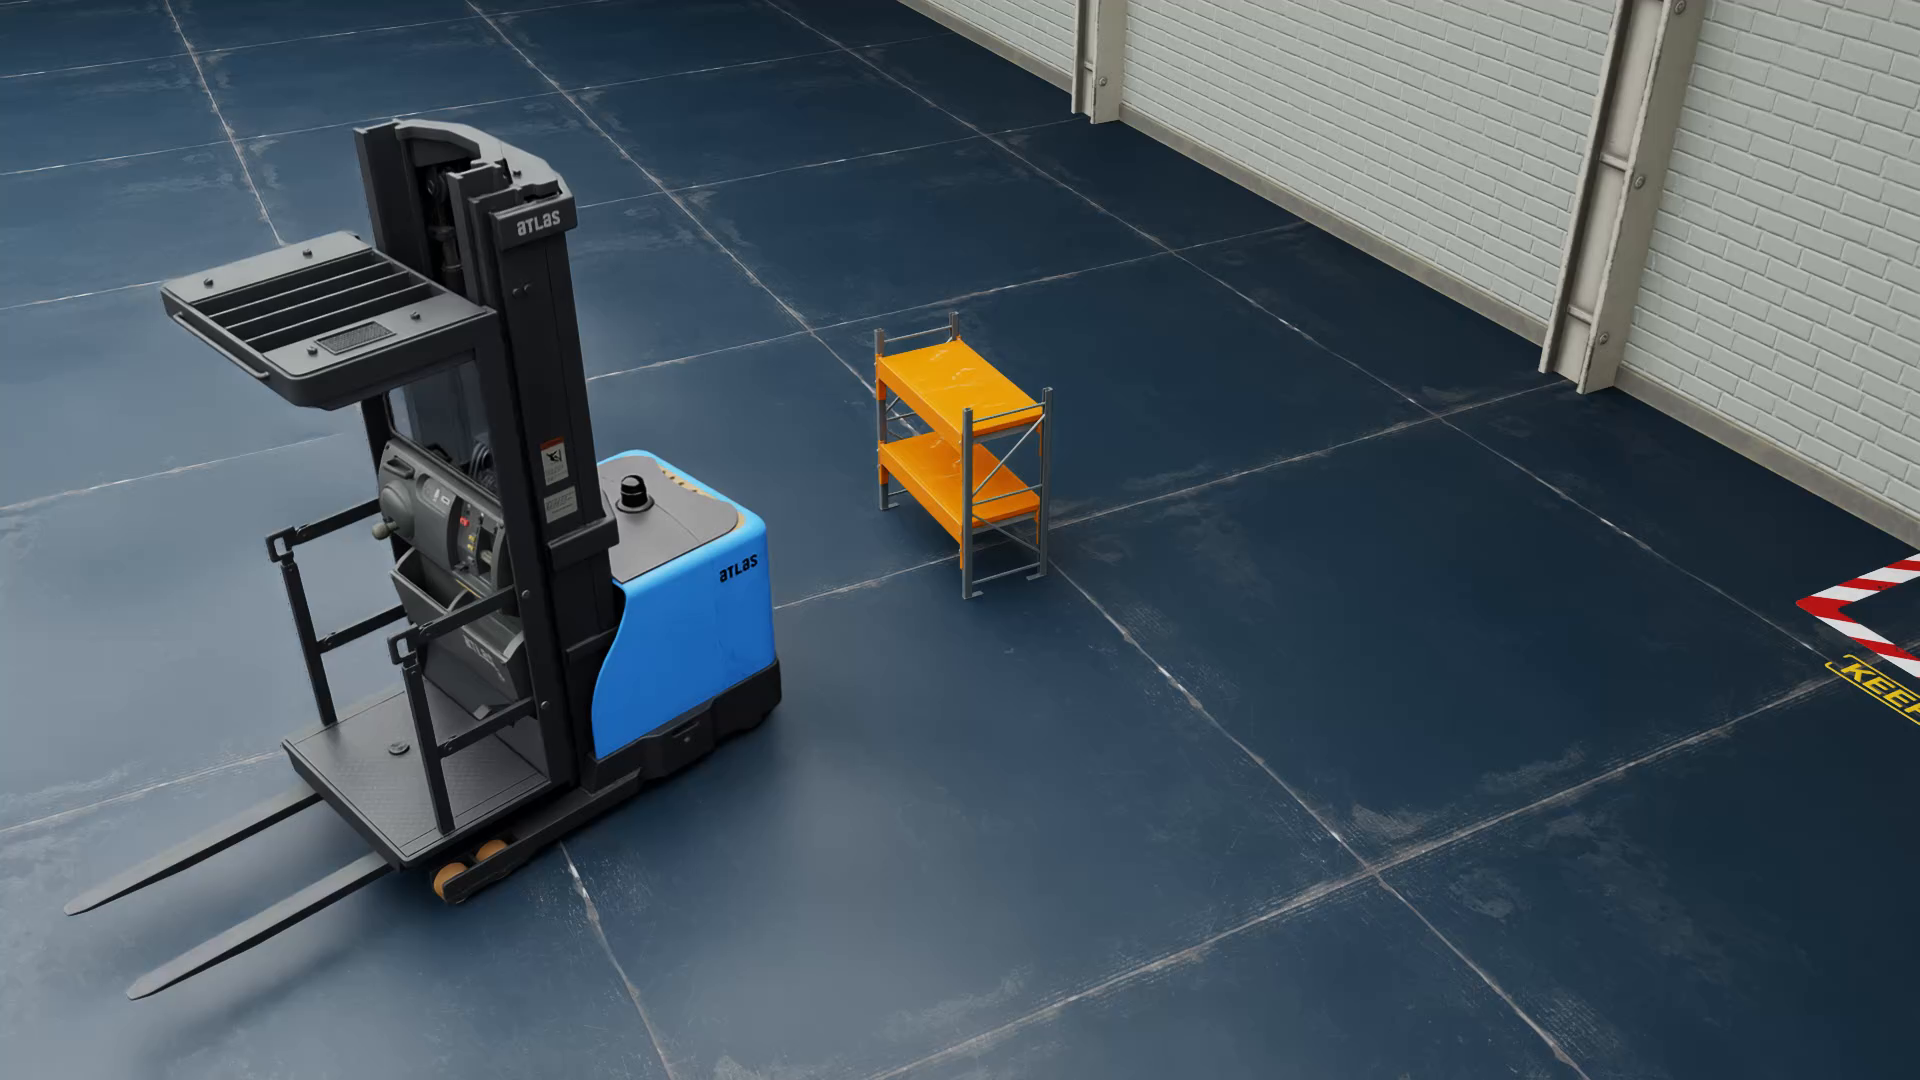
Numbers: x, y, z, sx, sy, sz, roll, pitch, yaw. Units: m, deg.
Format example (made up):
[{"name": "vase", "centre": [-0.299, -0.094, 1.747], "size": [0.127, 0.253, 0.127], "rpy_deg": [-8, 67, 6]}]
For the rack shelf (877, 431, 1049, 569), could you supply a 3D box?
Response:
[{"name": "rack shelf", "centre": [0.003, -0.265, 9.092], "size": [0.538, 0.278, 1.000], "rpy_deg": [-16, 36, -23]}]

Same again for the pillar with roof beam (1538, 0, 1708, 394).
[{"name": "pillar with roof beam", "centre": [0.252, -3.778, 6.825], "size": [9.100, 9.000, 0.400], "rpy_deg": [-16, 36, -23]}]

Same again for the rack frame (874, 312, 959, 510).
[{"name": "rack frame", "centre": [-0.234, -0.713, 9.339], "size": [0.500, 1.125, 0.032], "rpy_deg": [-16, 36, -23]}]

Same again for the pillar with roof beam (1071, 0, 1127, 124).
[{"name": "pillar with roof beam", "centre": [-2.546, -6.642, 11.294], "size": [9.100, 9.000, 0.400], "rpy_deg": [-16, 36, -23]}]

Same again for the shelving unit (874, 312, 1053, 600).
[{"name": "shelving unit", "centre": [0.003, -0.470, 8.960], "size": [0.538, 1.125, 1.048], "rpy_deg": [-16, 36, -23]}]

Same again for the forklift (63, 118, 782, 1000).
[{"name": "forklift", "centre": [-2.249, -0.040, 6.614], "size": [1.130, 2.935, 3.031], "rpy_deg": [28, 42, 36]}]

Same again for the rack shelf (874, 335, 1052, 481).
[{"name": "rack shelf", "centre": [0.003, -0.717, 8.802], "size": [0.538, 0.278, 1.000], "rpy_deg": [-16, 36, -23]}]

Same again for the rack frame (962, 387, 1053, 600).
[{"name": "rack frame", "centre": [0.240, -0.228, 8.582], "size": [0.500, 1.125, 0.032], "rpy_deg": [-16, 36, -23]}]
